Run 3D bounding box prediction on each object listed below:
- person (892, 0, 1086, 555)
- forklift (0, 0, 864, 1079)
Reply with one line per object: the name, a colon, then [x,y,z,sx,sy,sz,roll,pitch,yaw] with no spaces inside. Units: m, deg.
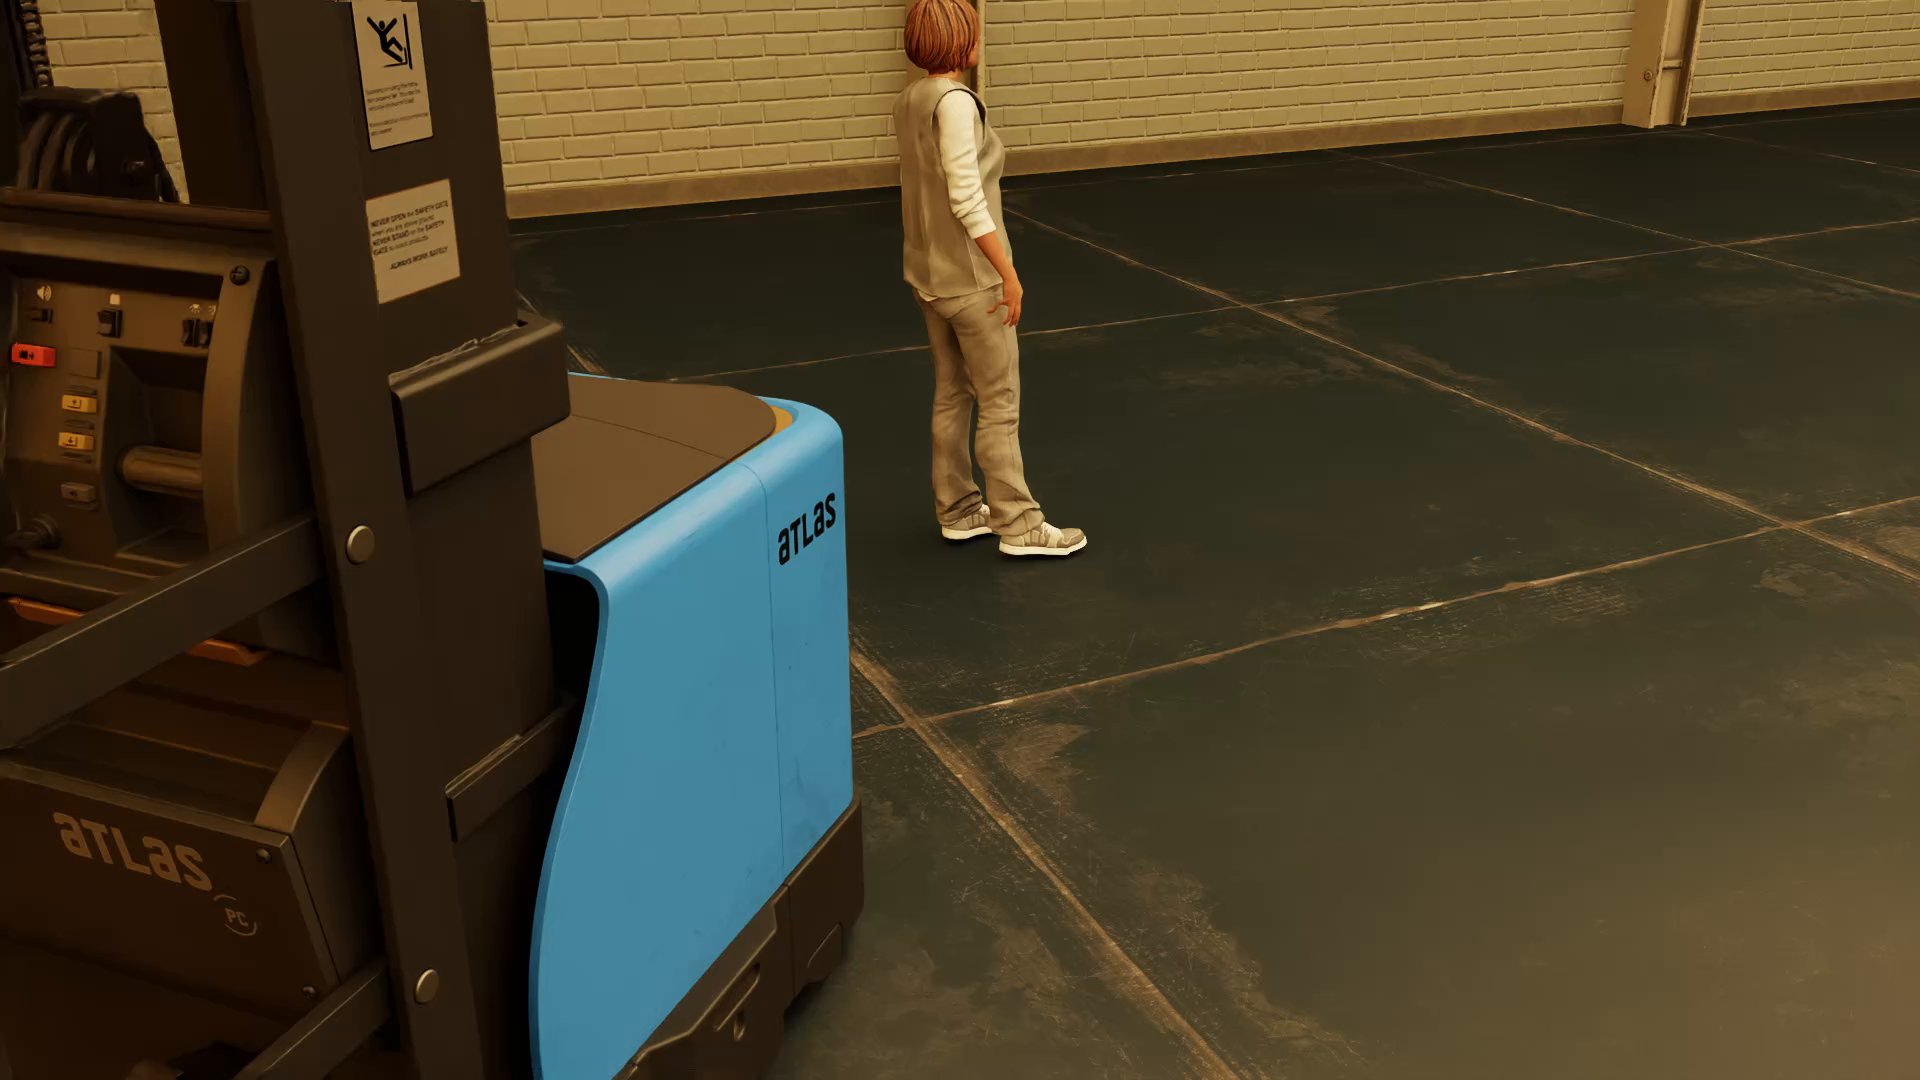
person: [0.072,-0.751,4.815,0.475,1.596,0.521,-10,25,-23]
forklift: [-1.203,-0.140,1.624,1.130,2.935,3.031,9,24,20]
